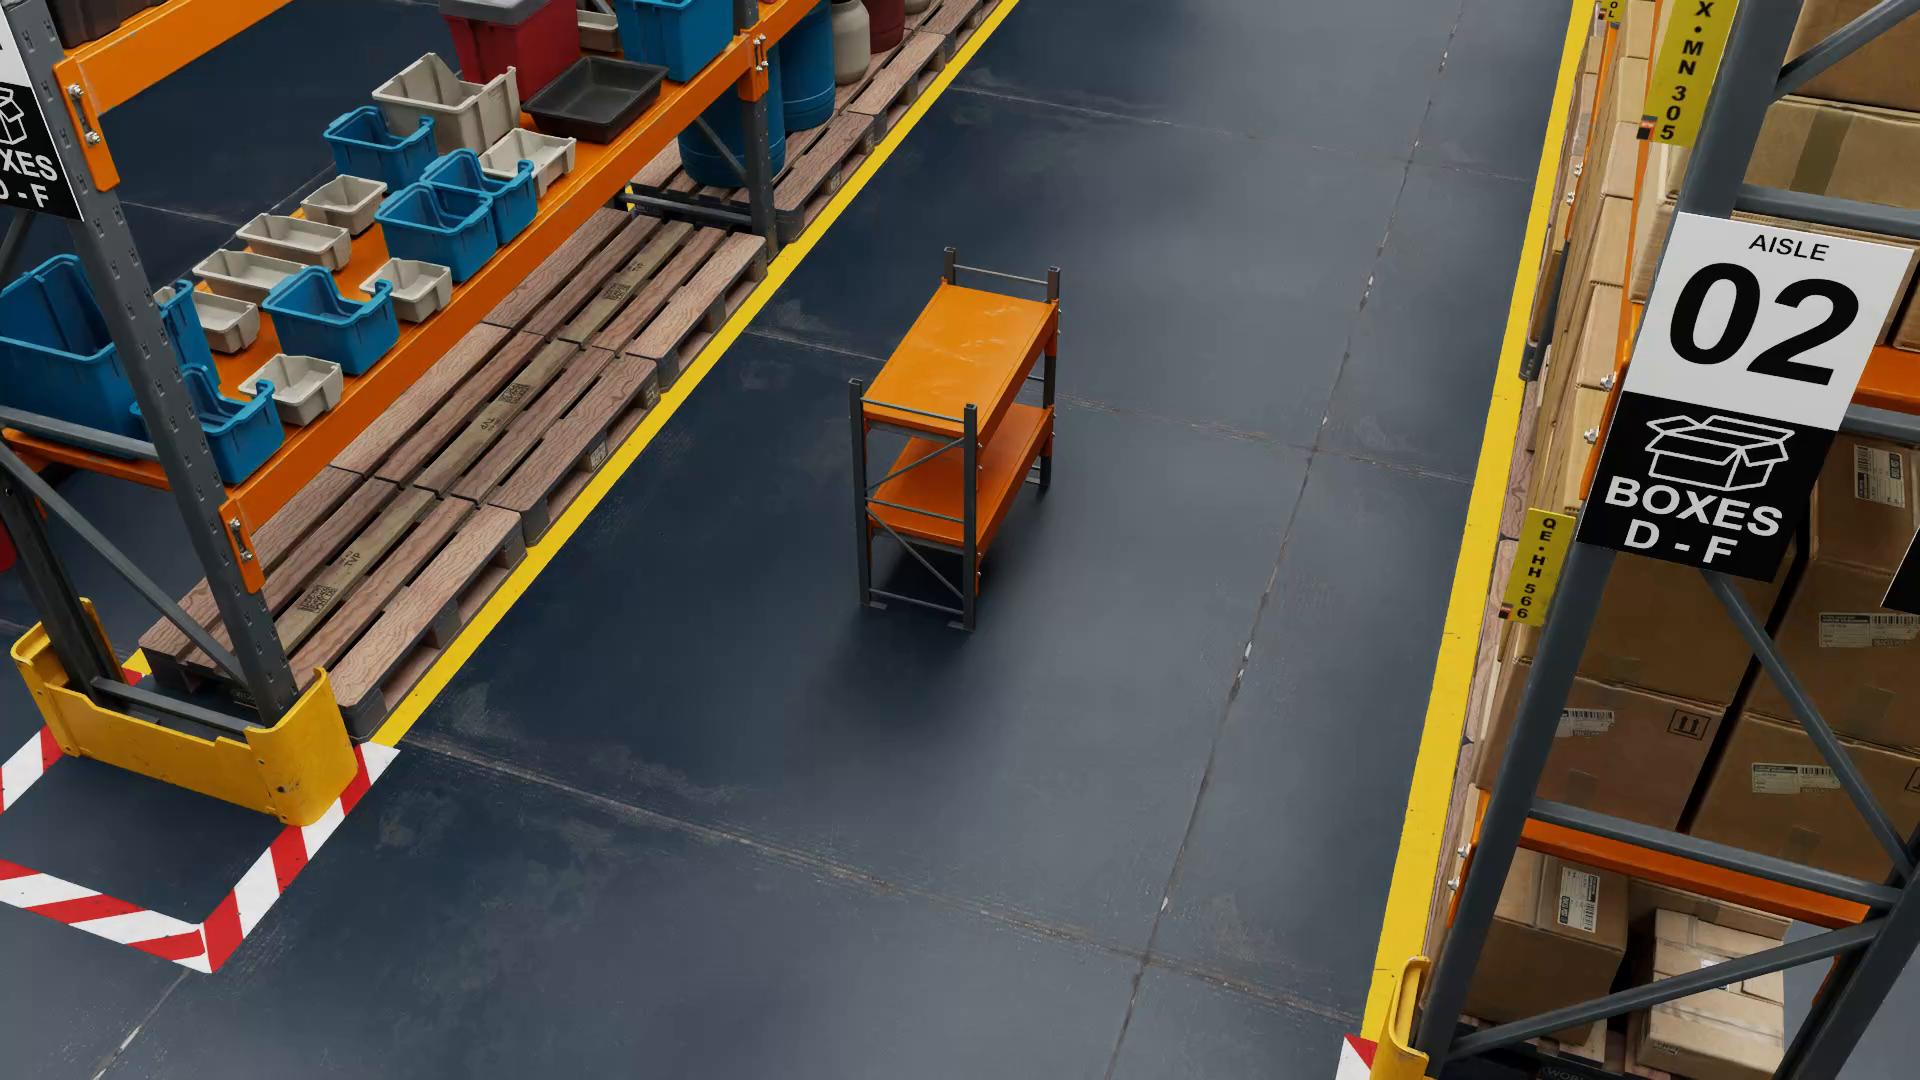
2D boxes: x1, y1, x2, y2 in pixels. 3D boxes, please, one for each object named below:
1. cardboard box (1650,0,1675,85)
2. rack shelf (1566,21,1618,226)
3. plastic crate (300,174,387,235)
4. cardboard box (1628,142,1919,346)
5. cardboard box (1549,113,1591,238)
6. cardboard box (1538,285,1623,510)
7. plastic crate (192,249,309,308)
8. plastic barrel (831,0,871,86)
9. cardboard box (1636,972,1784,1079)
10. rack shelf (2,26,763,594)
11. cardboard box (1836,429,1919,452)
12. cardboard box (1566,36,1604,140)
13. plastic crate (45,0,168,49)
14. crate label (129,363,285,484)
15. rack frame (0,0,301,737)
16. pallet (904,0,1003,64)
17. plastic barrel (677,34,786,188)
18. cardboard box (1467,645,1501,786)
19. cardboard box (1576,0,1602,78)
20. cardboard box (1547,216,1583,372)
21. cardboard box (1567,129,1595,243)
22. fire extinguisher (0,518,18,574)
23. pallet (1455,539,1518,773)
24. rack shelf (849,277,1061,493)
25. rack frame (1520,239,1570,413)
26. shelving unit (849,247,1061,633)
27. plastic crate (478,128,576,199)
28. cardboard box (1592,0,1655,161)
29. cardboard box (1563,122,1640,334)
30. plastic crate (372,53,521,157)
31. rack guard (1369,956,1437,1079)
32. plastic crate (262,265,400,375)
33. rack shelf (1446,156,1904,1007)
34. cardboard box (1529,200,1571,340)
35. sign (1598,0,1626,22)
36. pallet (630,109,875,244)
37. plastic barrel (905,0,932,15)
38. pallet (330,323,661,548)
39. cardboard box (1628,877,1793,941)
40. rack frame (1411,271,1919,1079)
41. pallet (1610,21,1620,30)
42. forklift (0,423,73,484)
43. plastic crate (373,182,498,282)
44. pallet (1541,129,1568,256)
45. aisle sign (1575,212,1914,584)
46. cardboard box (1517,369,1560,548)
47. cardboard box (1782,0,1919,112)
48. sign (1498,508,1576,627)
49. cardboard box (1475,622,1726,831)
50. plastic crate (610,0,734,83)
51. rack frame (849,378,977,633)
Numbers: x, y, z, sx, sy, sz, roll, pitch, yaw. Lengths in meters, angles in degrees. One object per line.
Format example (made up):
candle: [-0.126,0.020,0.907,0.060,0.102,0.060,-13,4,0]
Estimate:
cardboard box: [2.073,-1.305,4.273,0.500,0.250,0.500,13,42,15]
rack shelf: [3.857,-2.624,8.569,1.077,0.370,4.000,13,42,15]
plastic crate: [-2.471,-1.334,6.659,0.298,0.136,0.250,13,42,15]
cardboard box: [1.733,-0.694,3.557,0.500,0.250,0.500,13,42,15]
cardboard box: [3.421,-1.864,8.711,0.500,0.500,0.500,14,42,16]
cardboard box: [1.871,-0.298,4.440,0.500,0.500,0.500,14,43,16]
plastic crate: [-2.627,-0.974,6.237,0.396,0.136,0.243,13,42,15]
plastic barrel: [-0.759,-3.078,10.139,0.421,0.512,0.421,0,40,0]
cardboard box: [2.272,1.500,5.039,0.380,0.149,0.250,13,42,15]
rack shelf: [-2.164,-1.286,7.001,1.077,0.370,4.000,13,42,15]
cardboard box: [2.377,-0.189,4.314,0.500,0.500,0.500,14,42,16]
cardboard box: [3.767,-2.495,9.450,0.500,0.500,0.500,13,42,15]
plastic crate: [-2.454,-1.604,4.609,0.497,0.269,0.590,13,42,15]
crate label: [-2.454,-0.377,5.463,0.416,0.233,0.303,13,42,15]
rack frame: [-2.848,-0.340,5.337,1.000,3.000,0.127,13,42,15]
pallet: [-0.343,-3.668,11.387,1.003,0.211,1.213,13,42,15]
plastic barrel: [-1.278,-2.469,9.126,0.600,0.901,0.708,13,42,15]
cardboard box: [2.113,0.681,5.920,0.500,0.250,0.500,13,42,15]
cardboard box: [4.117,-3.120,10.183,0.500,0.500,0.500,15,43,17]
cardboard box: [2.398,-0.848,5.856,0.500,0.500,0.500,13,42,15]
cardboard box: [2.743,-1.466,6.580,0.500,0.500,0.500,14,43,16]
fire extinguisher: [-3.327,-0.178,5.494,0.296,0.674,0.183,13,42,15]
pallet: [2.522,0.548,6.445,1.003,0.211,1.213,13,42,15]
rack shelf: [-0.002,-0.646,6.690,0.538,0.278,1.000,13,42,15]
rack frame: [3.173,-1.678,6.906,1.000,3.000,0.127,13,42,15]
shelving unit: [-0.002,-0.424,6.880,0.538,1.125,1.048,13,42,15]
plastic crate: [-1.793,-1.573,6.940,0.293,0.136,0.466,13,42,15]
cardboard box: [2.572,-1.557,5.916,0.500,0.500,0.500,12,42,14]
cardboard box: [2.220,-0.928,5.179,0.500,0.500,0.500,15,43,16]
plastic crate: [-2.175,-1.867,7.172,0.437,0.282,0.530,13,42,15]
rack guard: [1.831,1.666,4.912,1.175,0.500,0.348,13,42,15]
plastic crate: [-2.229,-0.778,5.934,0.416,0.233,0.300,13,42,15]
rack shelf: [2.489,-0.185,5.709,1.077,0.370,4.000,13,42,15]
cardboard box: [3.073,-1.259,8.002,0.500,0.500,0.500,13,42,15]
sign: [2.650,-2.240,6.672,0.100,0.325,0.005,13,42,15]
pallet: [-1.177,-2.180,9.643,1.003,0.211,1.213,13,42,15]
plastic barrel: [-0.373,-3.766,10.947,0.421,0.512,0.421,0,40,0]
pallet: [-2.111,-0.515,7.691,1.003,0.211,1.213,13,42,15]
cardboard box: [2.429,1.067,5.468,0.500,0.250,0.500,13,42,15]
rack frame: [1.805,0.762,4.046,1.000,3.000,0.127,13,42,15]
pallet: [3.880,-2.858,8.436,1.003,0.211,1.213,13,42,15]
forklift: [-4.682,-1.368,6.595,1.130,2.935,3.031,14,42,15]
plastic crate: [-2.004,-1.180,6.404,0.416,0.233,0.300,13,42,15]
pallet: [3.831,-1.868,9.277,1.003,0.211,1.213,13,42,15]
aisle sign: [1.494,-0.254,3.233,0.394,0.787,0.004,13,42,15]
cardboard box: [2.053,-0.230,5.132,0.500,0.500,0.500,14,42,15]
cardboard box: [1.966,-1.115,3.087,0.700,0.500,0.500,13,42,15]
sign: [1.291,0.066,3.727,0.100,0.325,0.005,13,42,15]
cardboard box: [1.703,0.390,4.405,0.500,0.500,0.500,15,43,16]
plastic crate: [-1.319,-2.436,7.760,0.392,0.384,0.575,13,42,15]
rack frame: [-0.176,-0.114,6.517,0.500,1.125,0.032,13,42,15]
